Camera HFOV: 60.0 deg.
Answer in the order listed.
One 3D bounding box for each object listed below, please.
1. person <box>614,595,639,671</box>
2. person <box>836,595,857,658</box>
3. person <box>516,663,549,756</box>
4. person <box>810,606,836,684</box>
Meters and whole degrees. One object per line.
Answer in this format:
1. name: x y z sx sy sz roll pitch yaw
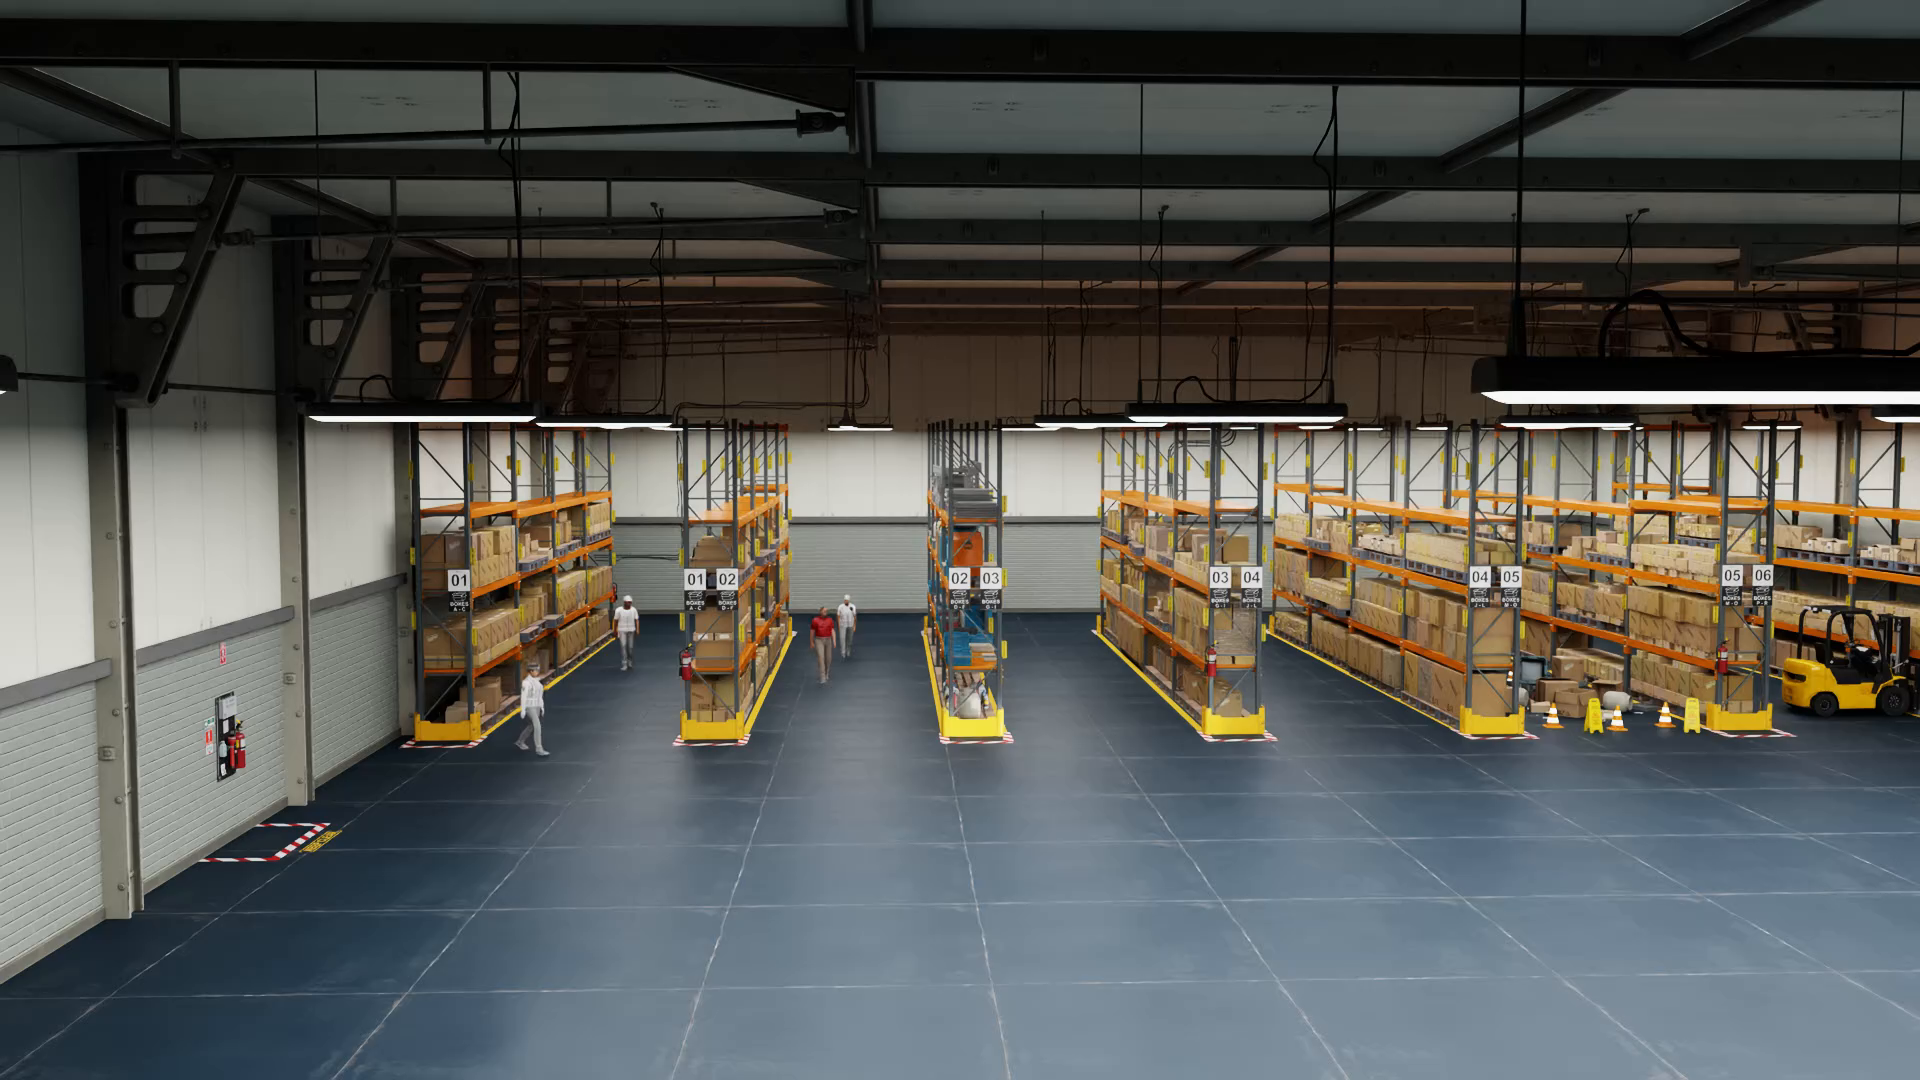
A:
1. person: -8.090 2.257 40.538 0.593 1.782 0.688 -2 4 -24
2. person: -2.868 2.191 42.248 0.507 1.606 0.997 -1 4 -16
3. person: -7.651 2.998 29.762 0.828 1.624 0.489 1 4 17
4. person: -3.114 2.420 38.500 0.566 1.732 0.780 -2 4 -27
